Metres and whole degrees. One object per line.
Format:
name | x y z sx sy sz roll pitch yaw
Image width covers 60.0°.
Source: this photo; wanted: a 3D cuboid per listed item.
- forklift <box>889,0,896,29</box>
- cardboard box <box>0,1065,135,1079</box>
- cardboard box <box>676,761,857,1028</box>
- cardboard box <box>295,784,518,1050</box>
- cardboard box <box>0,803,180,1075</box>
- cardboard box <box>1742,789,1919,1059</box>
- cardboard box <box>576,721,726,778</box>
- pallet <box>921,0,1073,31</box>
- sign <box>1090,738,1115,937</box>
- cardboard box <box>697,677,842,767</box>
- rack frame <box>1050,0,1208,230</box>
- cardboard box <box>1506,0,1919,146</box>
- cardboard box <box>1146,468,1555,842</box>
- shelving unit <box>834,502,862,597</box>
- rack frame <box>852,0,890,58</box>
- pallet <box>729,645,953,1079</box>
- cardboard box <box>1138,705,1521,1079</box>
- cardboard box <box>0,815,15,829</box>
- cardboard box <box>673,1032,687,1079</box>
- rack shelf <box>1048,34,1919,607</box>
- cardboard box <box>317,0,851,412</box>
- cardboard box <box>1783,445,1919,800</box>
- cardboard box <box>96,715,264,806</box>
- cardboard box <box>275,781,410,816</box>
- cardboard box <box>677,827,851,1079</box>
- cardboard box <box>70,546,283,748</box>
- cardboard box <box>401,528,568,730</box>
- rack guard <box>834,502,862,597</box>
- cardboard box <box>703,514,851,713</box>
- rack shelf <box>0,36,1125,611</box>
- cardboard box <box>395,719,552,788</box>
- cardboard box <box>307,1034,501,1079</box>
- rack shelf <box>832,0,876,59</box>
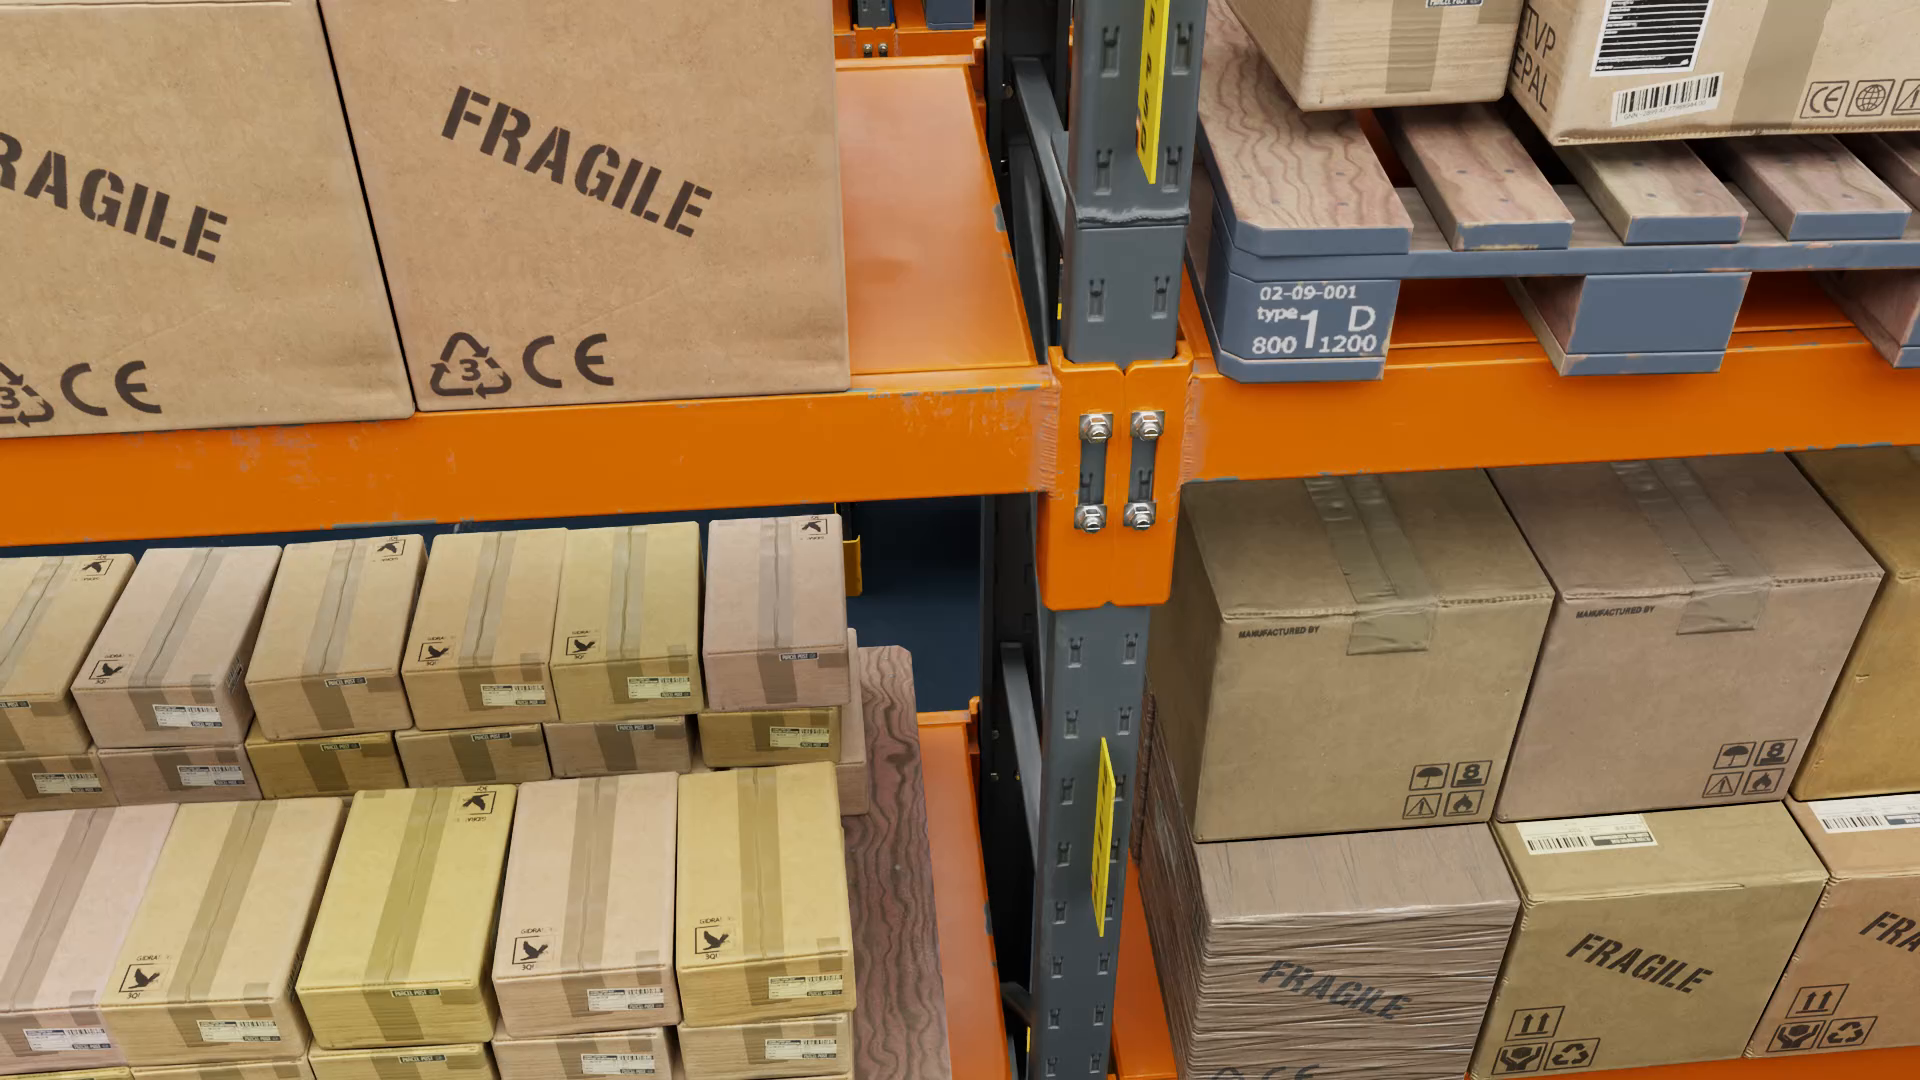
forklift | 0.406 -4.235 9.252 3.031 2.935 1.130 -11 40 -14
cardboard box | -1.329 0.704 2.559 0.250 0.149 0.380 -3 38 -4
cardboard box | -0.299 0.532 2.538 0.250 0.149 0.380 -5 39 -6
cardboard box | -0.811 0.559 2.504 0.250 0.149 0.380 -2 38 -3
cardboard box | -1.317 0.585 2.470 0.250 0.149 0.380 -3 38 -4
cardboard box | 1.628 0.568 3.028 0.500 0.500 0.500 -3 38 -4
cardboard box | -0.583 0.370 3.223 0.250 0.149 0.380 -1 38 -2
pallet | 0.309 -2.556 7.223 1.003 0.211 1.213 -3 38 -4
sign | 0.206 0.433 2.409 0.005 0.325 0.100 -3 38 -4
cardboard box | -0.351 0.242 3.146 0.250 0.149 0.380 -2 38 -2
rack frame | 0.148 -1.833 1.309 0.127 3.000 1.000 -3 38 -4
cardboard box | 0.889 -0.729 1.983 0.500 0.311 0.500 -3 38 -4
cardboard box | 0.596 0.072 2.850 0.500 0.500 0.700 -3 38 -4
shelving unit | 0.076 -0.593 5.791 1.083 1.500 0.587 -3 38 -4
rack frame | -0.391 -2.527 7.031 0.127 3.000 1.000 -3 38 -4
pallet | -0.552 0.702 3.093 1.003 0.211 1.213 -3 38 -4
cardboard box | 0.619 0.625 2.956 0.500 0.500 0.500 -3 38 -3
cardboard box | -1.636 0.430 3.148 0.250 0.149 0.380 -3 38 -3
cardboard box | -0.550 0.779 2.705 0.250 0.149 0.380 -3 38 -4
rack shelf | 2.140 -0.483 2.600 4.000 0.370 1.077 -3 38 -4
cardboard box | -0.398 -0.507 1.968 0.500 0.500 0.500 -3 38 -4
cardboard box | 1.611 0.014 2.923 0.500 0.500 0.700 -4 38 -5
cardboard box | -1.386 0.302 3.070 0.250 0.149 0.380 -3 38 -4
cardboard box | -1.120 0.401 3.184 0.250 0.149 0.380 -1 38 -2
cardboard box | -0.304 0.647 2.632 0.250 0.149 0.380 -2 38 -3
cardboard box | -1.375 0.185 2.977 0.250 0.149 0.380 -1 38 -2
cardboard box | -0.841 0.155 3.015 0.250 0.149 0.380 -3 38 -4
rack guard | -0.420 -0.075 6.143 0.087 0.250 0.587 -3 38 -4
cardboard box | -0.334 0.128 3.049 0.250 0.149 0.380 -3 38 -4
rack shelf | -1.844 -0.264 2.322 4.000 0.370 1.077 -3 38 -4
cardboard box | -0.887 0.274 3.104 0.250 0.149 0.380 -4 38 -5
cardboard box | -0.831 0.679 2.592 0.250 0.149 0.380 -2 38 -3
rack shelf | -2.383 -2.135 7.114 4.000 0.370 1.077 -3 38 -4
